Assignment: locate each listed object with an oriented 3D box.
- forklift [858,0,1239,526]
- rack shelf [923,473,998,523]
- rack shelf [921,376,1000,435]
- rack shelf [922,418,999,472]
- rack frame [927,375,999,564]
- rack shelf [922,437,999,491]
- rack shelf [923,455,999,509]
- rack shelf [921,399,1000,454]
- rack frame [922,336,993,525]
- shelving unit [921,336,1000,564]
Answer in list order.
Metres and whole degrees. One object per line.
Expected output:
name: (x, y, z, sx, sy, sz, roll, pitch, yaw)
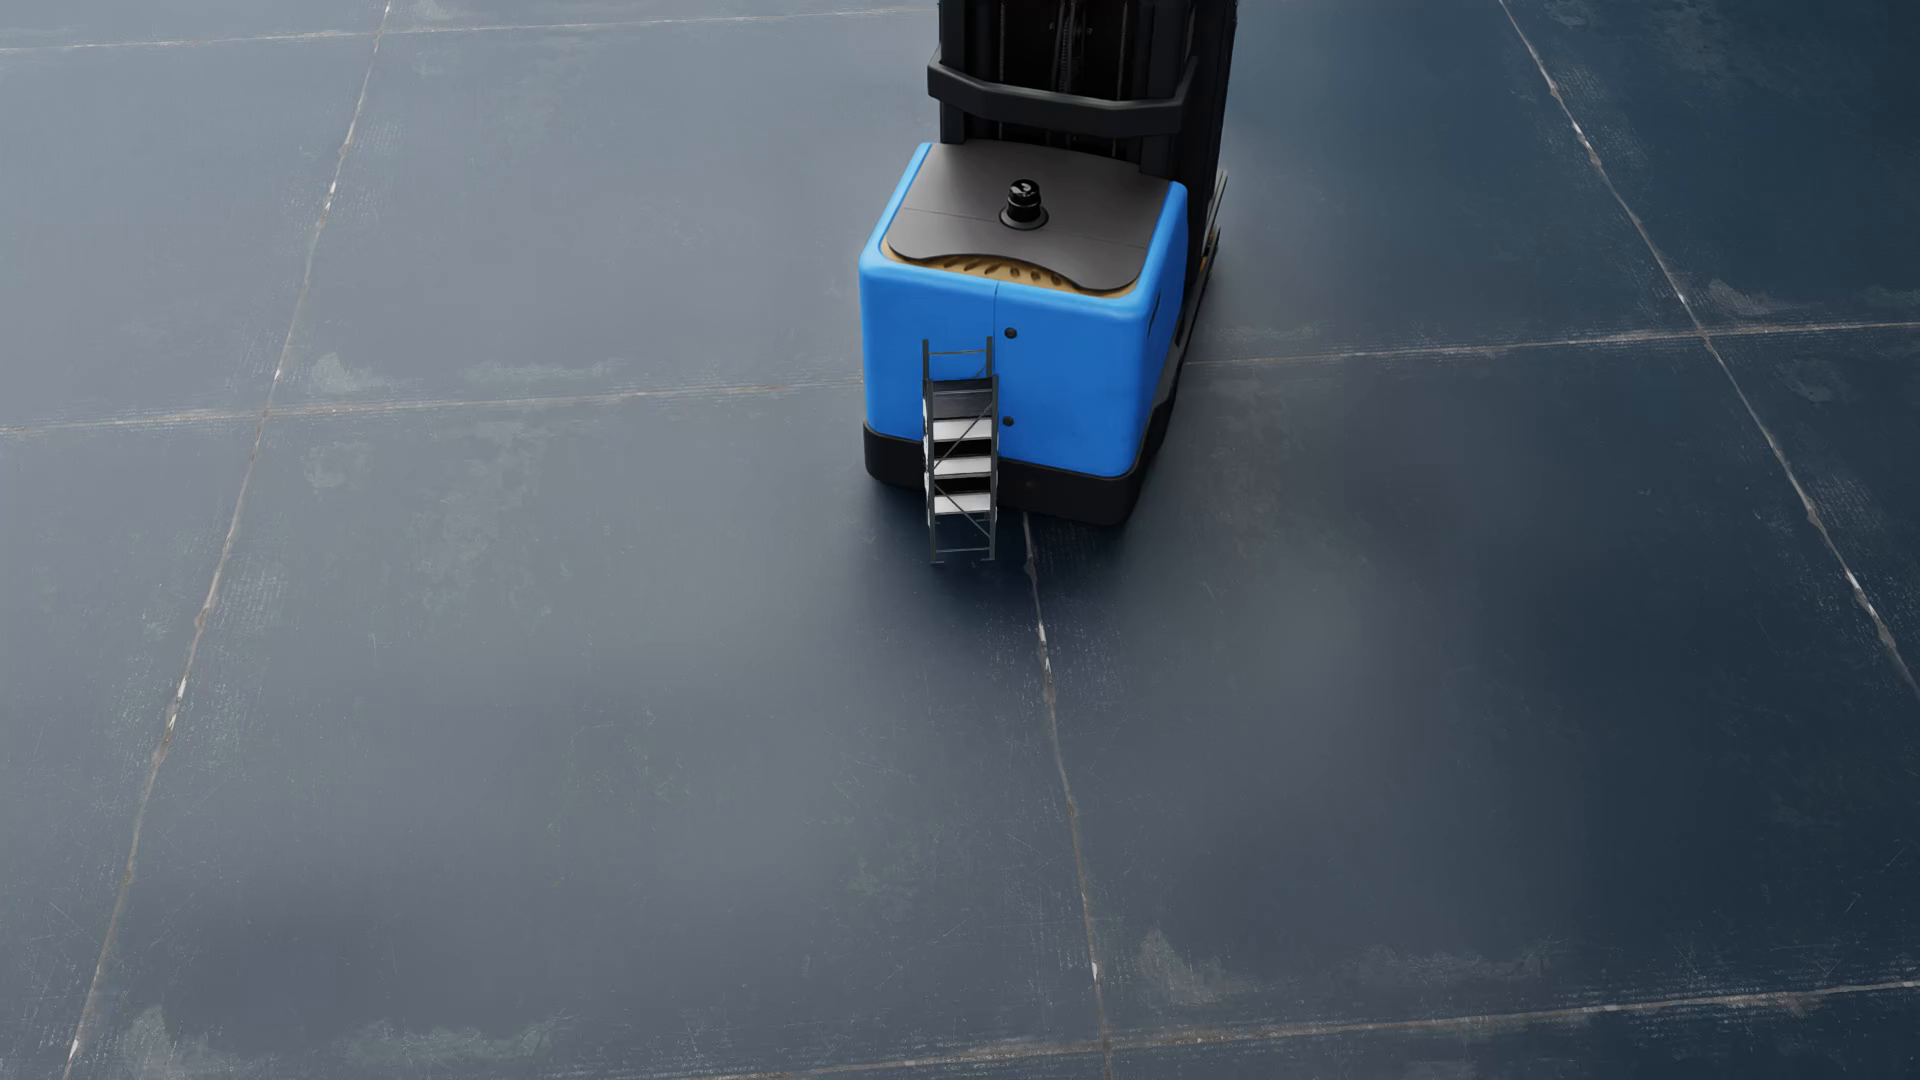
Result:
forklift: (0.525, -2.155, 6.272, 1.130, 2.935, 3.031, 12, 48, 11)
rack shelf: (0.001, -0.157, 6.073, 0.258, 0.077, 0.200, -3, 47, -3)
rack shelf: (0.001, -0.466, 5.746, 0.258, 0.077, 0.200, -3, 47, -3)
rack shelf: (0.001, -0.343, 5.877, 0.258, 0.077, 0.200, -3, 47, -3)
rack frame: (0.009, -0.230, 5.848, 0.240, 0.900, 0.006, -3, 47, -3)
rack shelf: (0.001, -0.281, 5.942, 0.258, 0.077, 0.200, -3, 47, -3)
rack shelf: (0.001, -0.219, 6.007, 0.258, 0.077, 0.200, -3, 47, -3)
rack shelf: (0.001, -0.404, 5.811, 0.258, 0.077, 0.200, -3, 47, -3)
rack frame: (-0.008, -0.377, 5.987, 0.240, 0.900, 0.006, -3, 47, -3)
shelving unit: (0.001, -0.304, 5.918, 0.258, 0.900, 0.210, -3, 47, -3)
